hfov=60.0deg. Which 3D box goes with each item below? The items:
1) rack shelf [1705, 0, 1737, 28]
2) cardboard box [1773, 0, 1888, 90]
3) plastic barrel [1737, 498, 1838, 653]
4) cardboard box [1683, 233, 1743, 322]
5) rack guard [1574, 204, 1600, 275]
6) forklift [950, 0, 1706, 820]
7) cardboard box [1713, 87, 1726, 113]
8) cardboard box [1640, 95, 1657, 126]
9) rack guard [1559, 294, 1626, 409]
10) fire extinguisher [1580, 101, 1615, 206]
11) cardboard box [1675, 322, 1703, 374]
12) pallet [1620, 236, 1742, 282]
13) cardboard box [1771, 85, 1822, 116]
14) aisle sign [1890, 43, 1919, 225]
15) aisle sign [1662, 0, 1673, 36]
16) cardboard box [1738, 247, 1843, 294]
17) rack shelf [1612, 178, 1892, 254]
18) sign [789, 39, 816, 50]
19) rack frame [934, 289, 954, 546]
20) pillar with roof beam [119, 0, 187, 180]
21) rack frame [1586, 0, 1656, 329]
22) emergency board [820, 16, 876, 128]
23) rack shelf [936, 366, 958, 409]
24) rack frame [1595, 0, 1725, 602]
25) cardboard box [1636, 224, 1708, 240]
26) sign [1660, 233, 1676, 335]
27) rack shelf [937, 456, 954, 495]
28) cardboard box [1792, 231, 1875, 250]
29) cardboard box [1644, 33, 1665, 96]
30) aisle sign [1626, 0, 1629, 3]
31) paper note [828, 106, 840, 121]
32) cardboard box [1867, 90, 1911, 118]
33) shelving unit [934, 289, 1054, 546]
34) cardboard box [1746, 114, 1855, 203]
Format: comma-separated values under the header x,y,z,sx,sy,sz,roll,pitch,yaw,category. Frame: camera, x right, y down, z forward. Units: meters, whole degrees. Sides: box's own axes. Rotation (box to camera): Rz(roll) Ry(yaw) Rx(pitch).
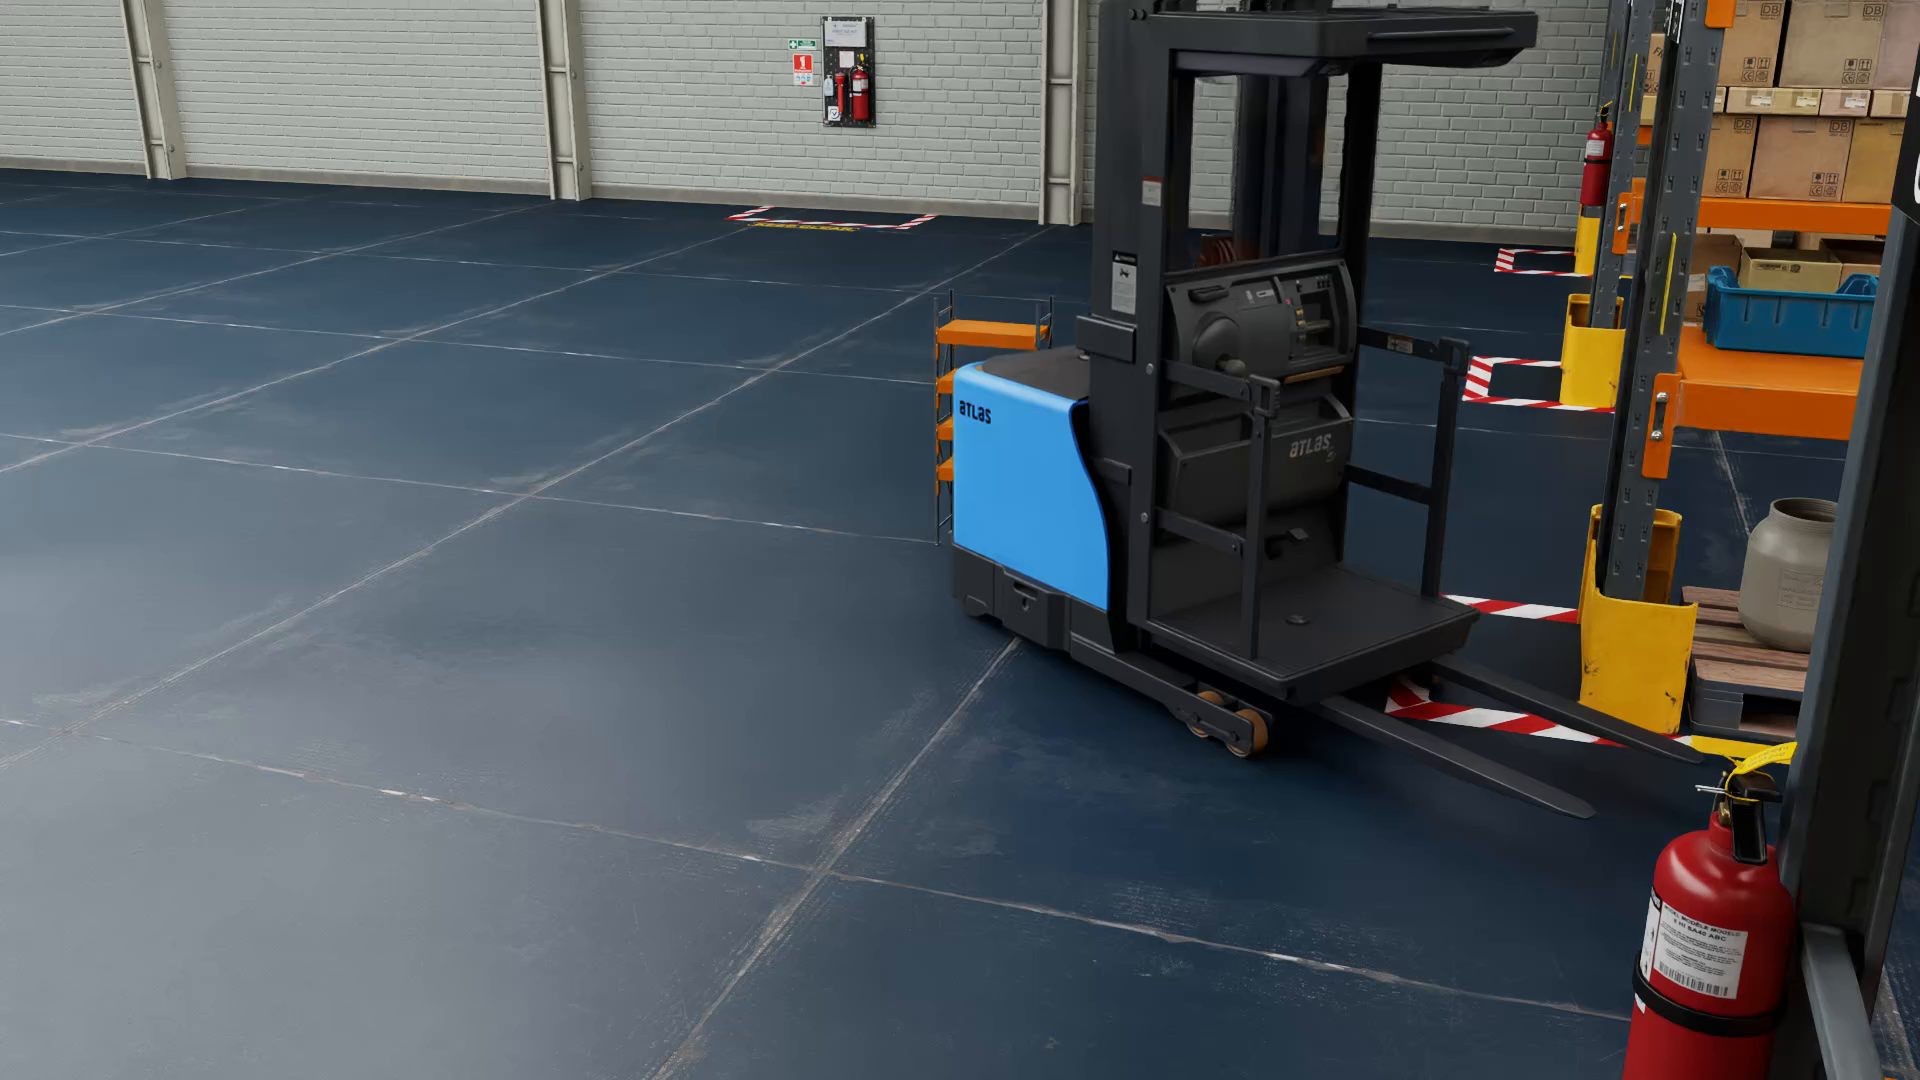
x,y,z,sx,sy,sz,roll,pitch,yaw,category
4.435,-1.754,5.087,4.000,0.370,1.077,7,20,18,rack shelf
5.160,-2.978,9.939,0.500,0.500,0.700,6,20,17,cardboard box
3.193,0.130,6.287,0.421,0.512,0.421,0,19,0,plastic barrel
4.779,-1.722,10.859,0.500,0.500,0.500,7,20,18,cardboard box
5.869,-2.785,15.307,0.348,0.500,1.175,7,20,18,rack guard
1.241,-0.800,5.919,1.130,2.935,3.031,-14,24,-34,forklift
4.475,-2.677,10.062,0.250,0.149,0.380,6,20,18,cardboard box
6.154,-3.761,14.506,0.500,0.250,0.500,6,20,16,cardboard box
4.152,-1.255,10.918,0.348,0.500,1.175,7,20,18,rack guard
4.216,-2.554,10.963,0.183,0.674,0.296,7,20,18,fire extinguisher
4.609,-1.206,10.518,0.500,0.250,0.500,7,20,18,cardboard box
6.625,-2.550,15.071,1.213,0.211,1.003,7,20,18,pallet
4.961,-2.622,9.905,0.250,0.149,0.380,7,20,18,cardboard box
0.961,-0.681,1.523,0.004,0.787,0.394,7,20,18,aisle sign
2.575,-2.221,5.942,0.004,0.787,0.394,7,20,18,aisle sign
5.082,-1.507,10.242,0.500,0.500,0.500,7,20,18,cardboard box
6.064,-1.877,9.998,4.000,0.370,1.077,7,20,18,rack shelf
-1.734,-5.450,18.294,0.331,0.109,0.001,7,20,18,sign
-0.074,-0.575,7.903,0.015,1.200,0.240,7,20,18,rack frame
-11.674,-7.606,16.224,0.400,9.000,9.100,7,20,18,pillar with roof beam
4.175,-2.433,10.499,0.127,3.000,1.000,7,20,18,rack frame
-1.247,-5.094,18.133,0.643,1.169,0.194,7,20,18,emergency board
0.156,-0.696,7.776,0.480,0.148,0.258,7,20,18,rack shelf
2.546,-0.893,6.082,0.127,3.000,1.000,7,20,18,rack frame
6.421,-2.809,14.995,0.500,0.311,0.500,4,20,12,cardboard box
2.361,-0.854,5.547,0.005,0.325,0.100,7,20,18,sign
0.156,-0.298,7.915,0.480,0.148,0.258,7,20,18,rack shelf
7.636,-2.742,14.515,0.500,0.500,0.700,5,20,15,cardboard box
6.149,-4.121,14.401,0.500,0.500,0.500,7,20,18,cardboard box
4.209,-3.759,10.354,0.004,0.787,0.394,7,20,18,aisle sign
-1.392,-4.719,18.394,0.142,0.148,0.016,7,20,18,paper note
5.451,-2.566,9.744,0.250,0.149,0.380,6,20,16,cardboard box
0.156,-0.549,7.827,0.503,1.200,0.258,7,20,18,shelving unit
5.109,-2.371,10.168,0.500,0.500,0.700,7,20,19,cardboard box
